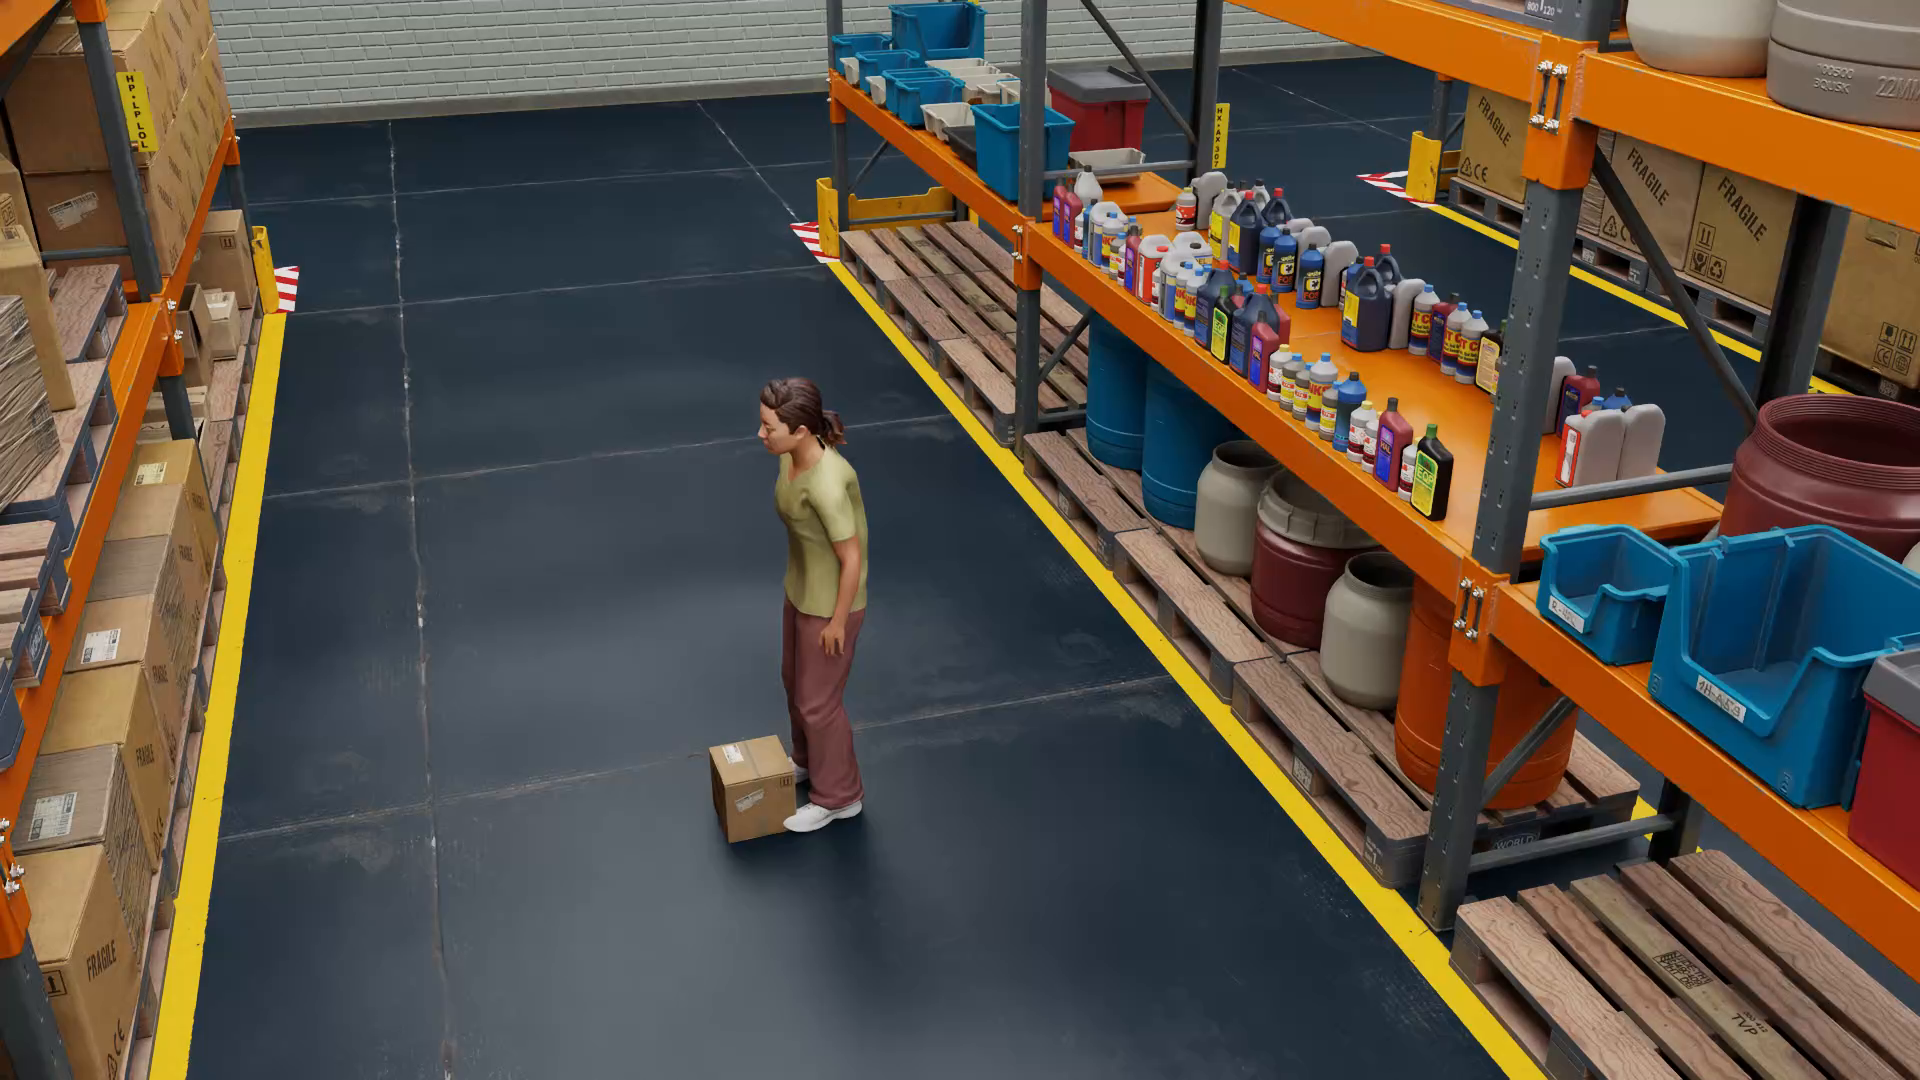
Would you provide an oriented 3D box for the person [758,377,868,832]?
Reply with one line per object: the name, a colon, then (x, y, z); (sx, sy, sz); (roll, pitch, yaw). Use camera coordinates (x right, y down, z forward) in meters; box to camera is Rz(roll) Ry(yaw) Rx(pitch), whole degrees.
person: (-0.504, 0.212, 5.691); (0.363, 1.671, 0.516); (-10, 28, -19)
